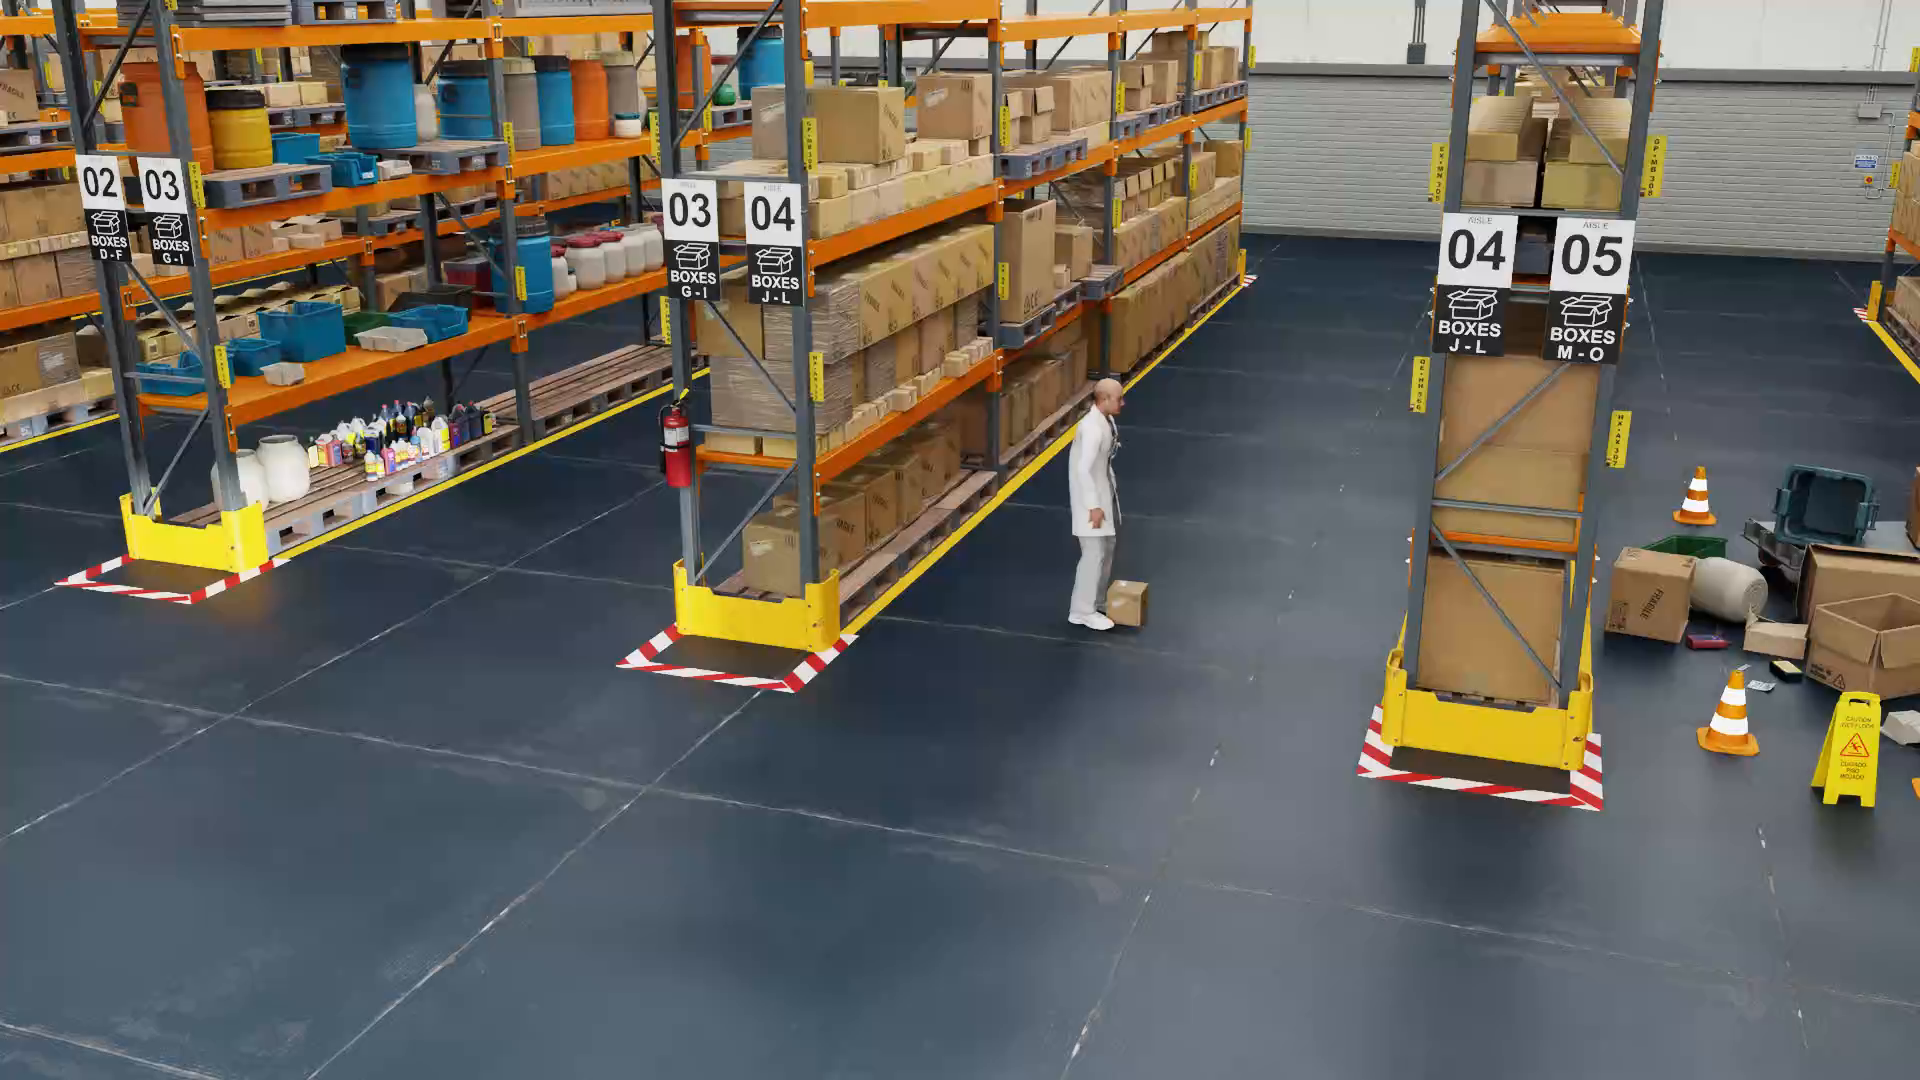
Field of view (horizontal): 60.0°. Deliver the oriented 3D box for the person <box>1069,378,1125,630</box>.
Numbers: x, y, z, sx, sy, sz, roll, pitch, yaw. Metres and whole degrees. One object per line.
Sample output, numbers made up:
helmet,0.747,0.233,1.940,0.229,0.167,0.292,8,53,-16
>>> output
person,0.993,-0.289,11.953,0.413,1.774,0.656,6,19,17
